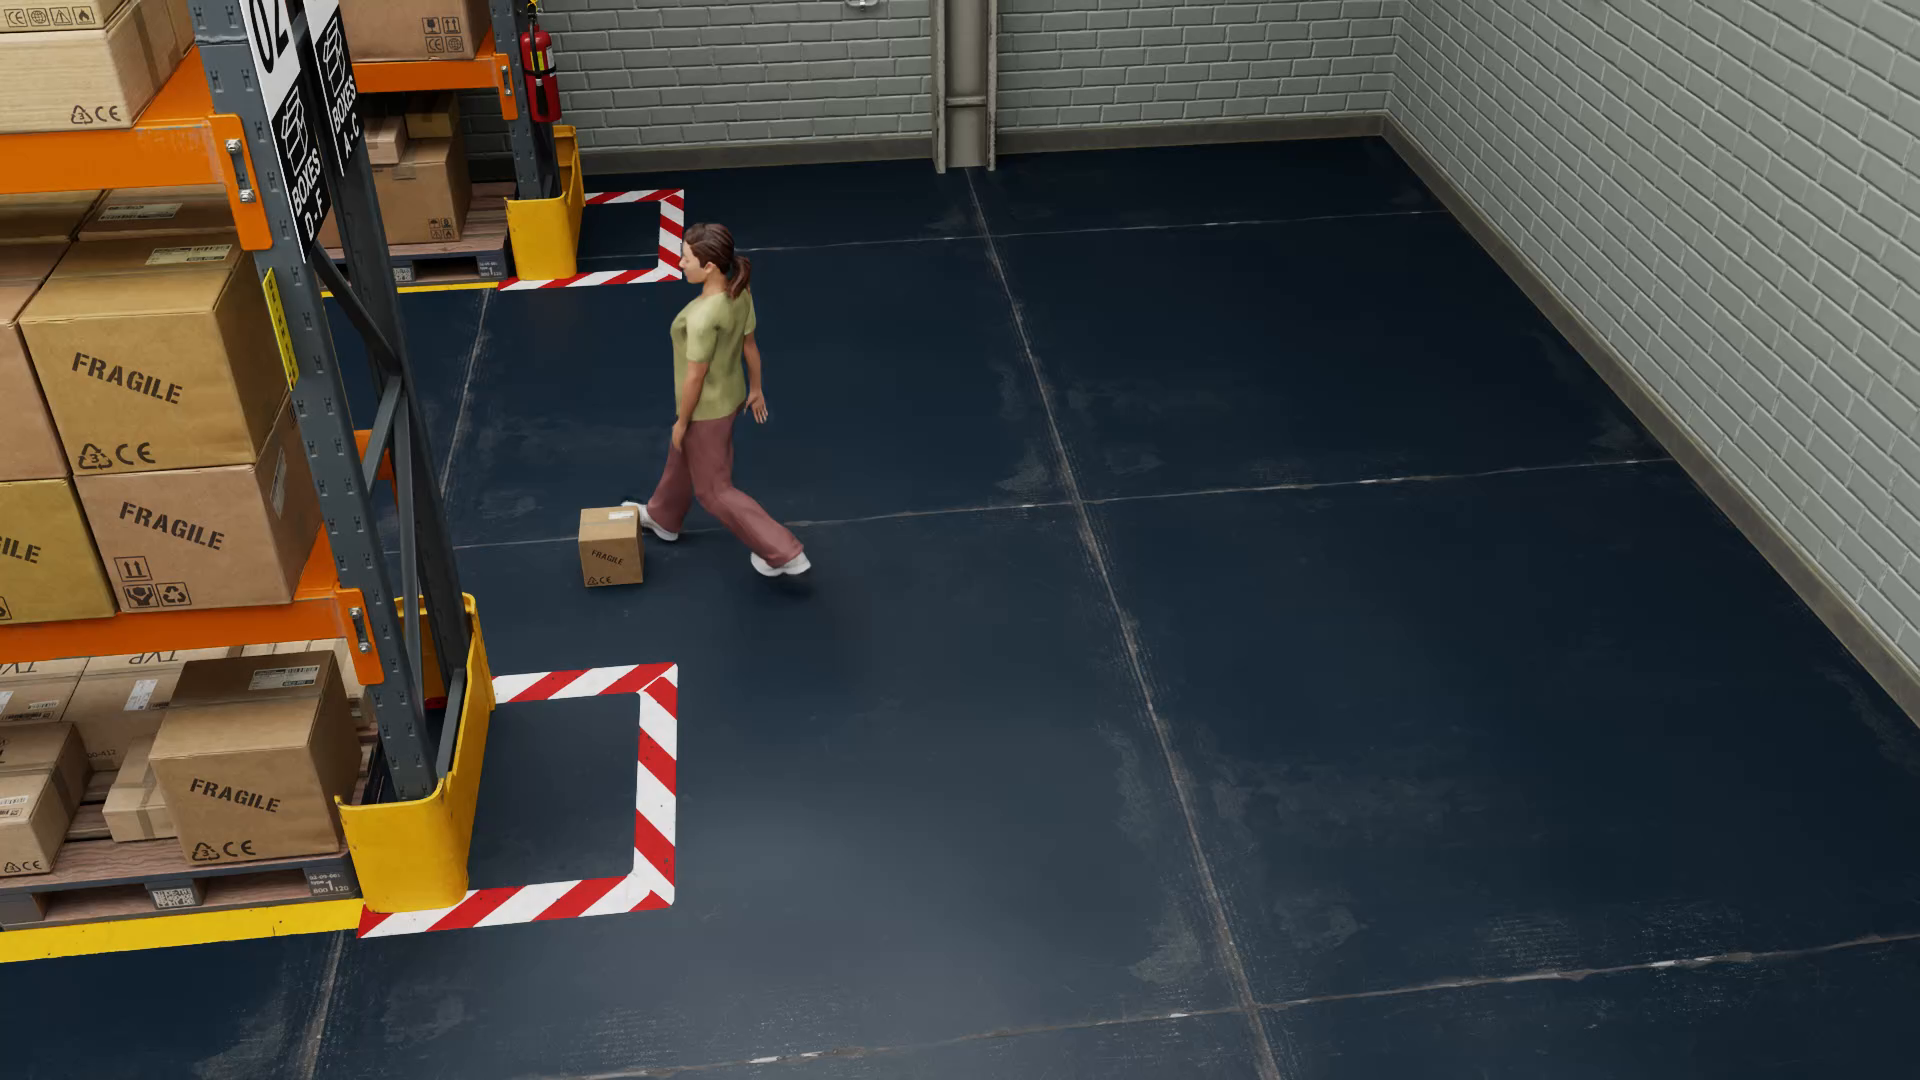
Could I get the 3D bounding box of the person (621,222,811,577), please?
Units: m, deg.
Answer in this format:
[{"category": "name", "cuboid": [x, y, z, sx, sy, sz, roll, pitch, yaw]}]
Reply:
[{"category": "person", "cuboid": [-1.099, -0.583, 7.018, 1.028, 1.617, 0.459, 10, 36, 14]}]
